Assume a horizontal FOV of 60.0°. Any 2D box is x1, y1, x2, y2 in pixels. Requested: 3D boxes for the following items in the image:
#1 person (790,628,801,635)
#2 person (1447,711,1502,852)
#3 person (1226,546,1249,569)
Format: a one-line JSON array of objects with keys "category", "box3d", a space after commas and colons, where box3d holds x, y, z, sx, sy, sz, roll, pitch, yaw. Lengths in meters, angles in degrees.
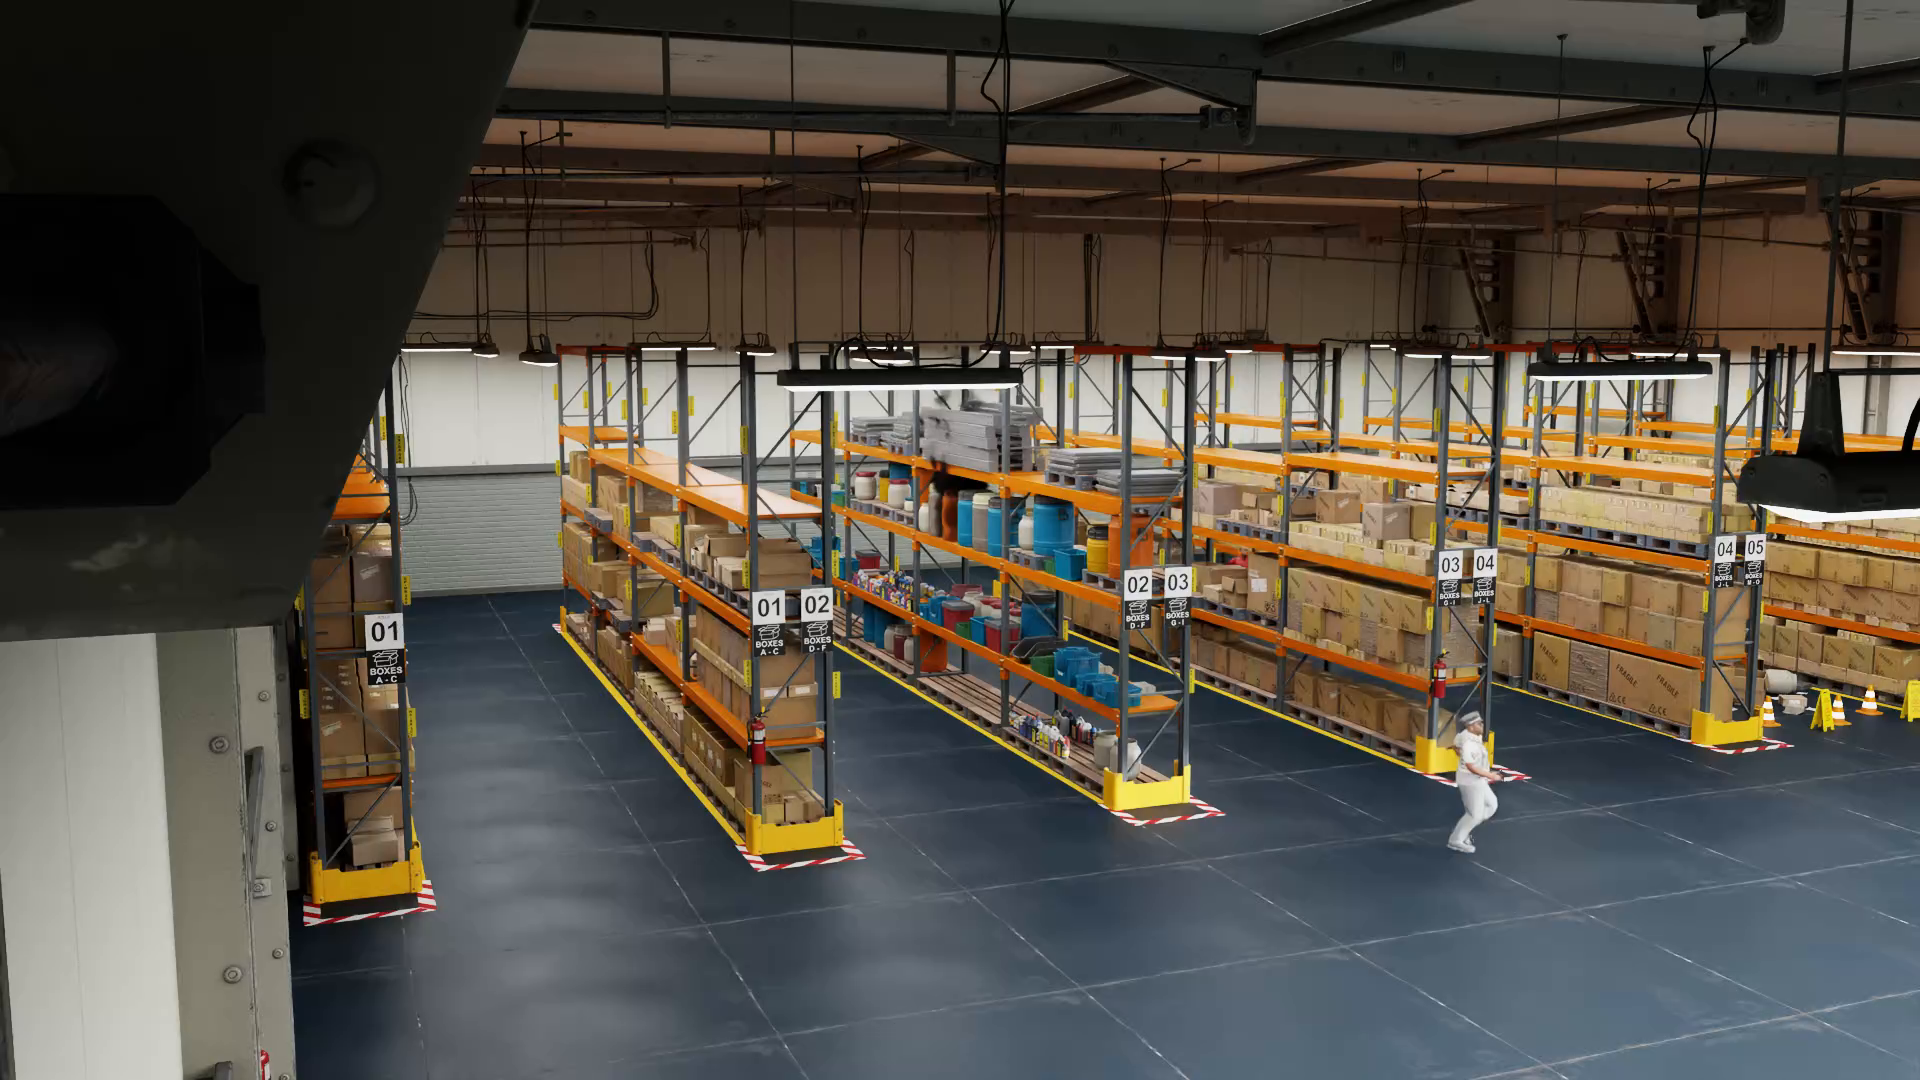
[{"category": "person", "box3d": [-3.065, 1.620, 29.868, 0.645, 1.657, 0.857, -4, 8, -27]}, {"category": "person", "box3d": [6.248, 2.912, 20.163, 0.594, 1.743, 0.675, 2, 8, 15]}, {"category": "person", "box3d": [6.036, 0.964, 35.389, 0.664, 1.711, 0.991, -2, 8, -18]}]
